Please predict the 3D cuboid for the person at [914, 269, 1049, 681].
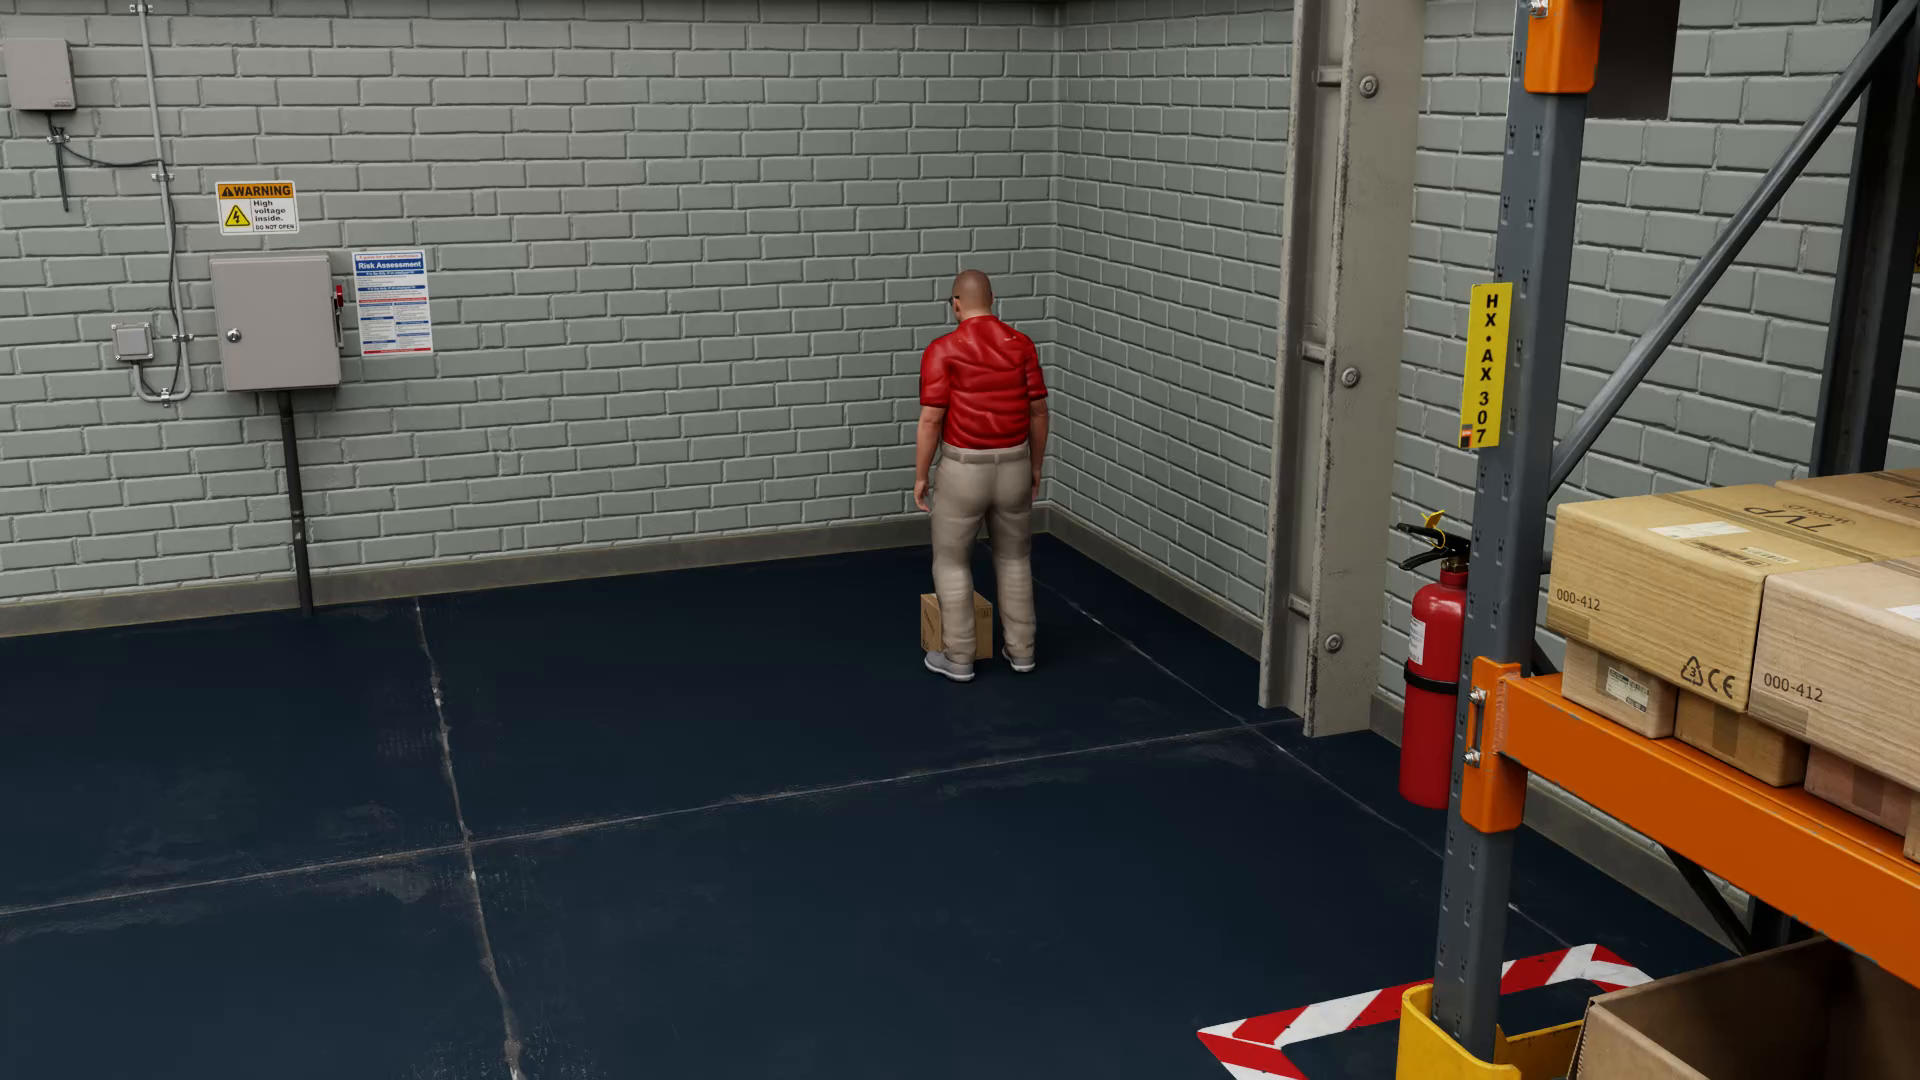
[{"bbox_3d":[0.086,-0.267,7.012,0.587,1.727,0.394,-6,16,-20],"label":"person"}]
